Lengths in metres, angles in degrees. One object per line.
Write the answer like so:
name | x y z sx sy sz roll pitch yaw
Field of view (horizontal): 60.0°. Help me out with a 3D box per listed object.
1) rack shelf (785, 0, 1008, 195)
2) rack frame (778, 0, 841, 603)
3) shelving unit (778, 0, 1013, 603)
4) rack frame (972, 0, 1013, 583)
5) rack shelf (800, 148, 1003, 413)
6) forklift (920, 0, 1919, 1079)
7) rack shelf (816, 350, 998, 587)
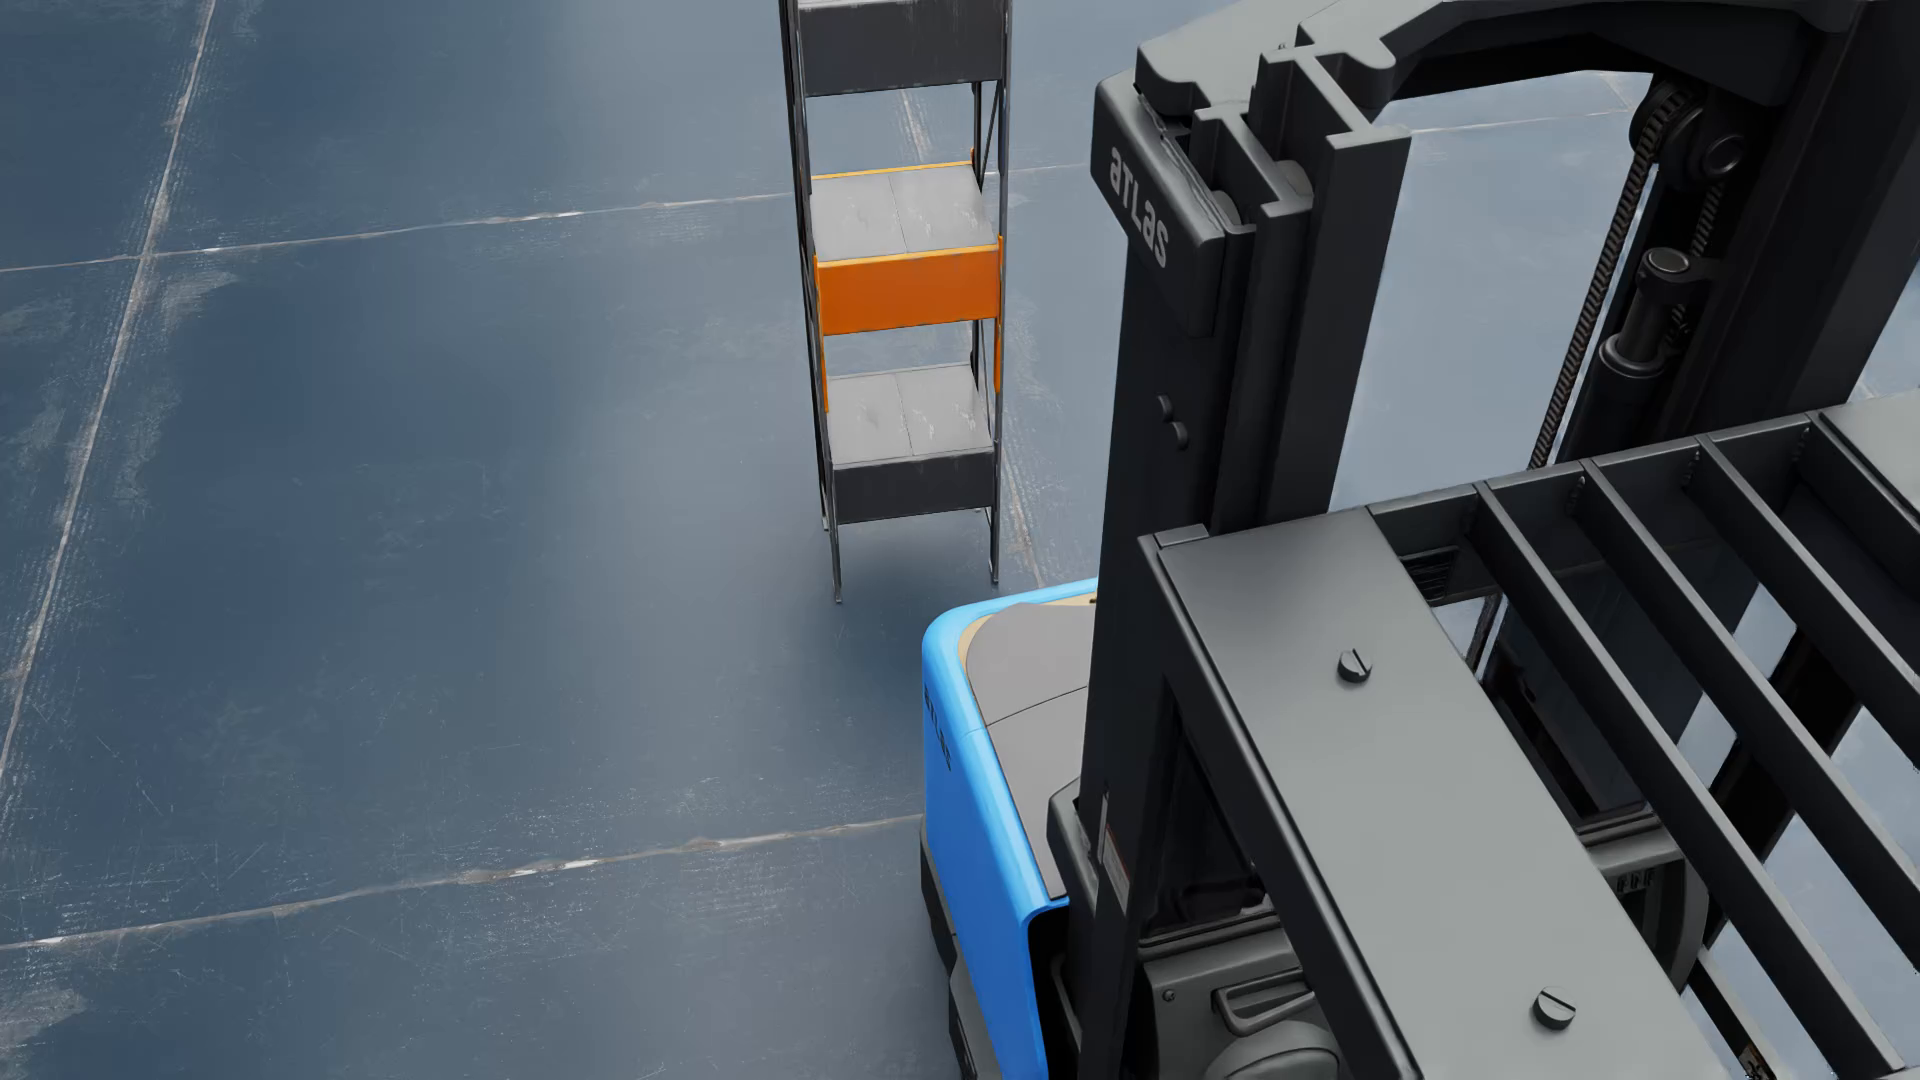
rack shelf | -0.163 -1.184 3.980 0.480 0.518 0.431 -7 46 -7
rack frame | -0.404 -0.678 4.445 0.015 2.100 0.400 -7 46 -7
shelving unit | -0.163 -0.708 4.474 0.503 2.100 0.431 -7 46 -7
rack frame | 0.077 -0.738 4.503 0.015 2.100 0.400 -7 46 -7
rack shelf | -0.163 -0.699 4.484 0.480 0.518 0.431 -7 46 -7
forklift | 0.795 0.814 2.430 1.130 2.935 3.031 -12 47 -11
rack shelf | -0.163 -0.213 4.988 0.480 0.518 0.431 -7 46 -7
